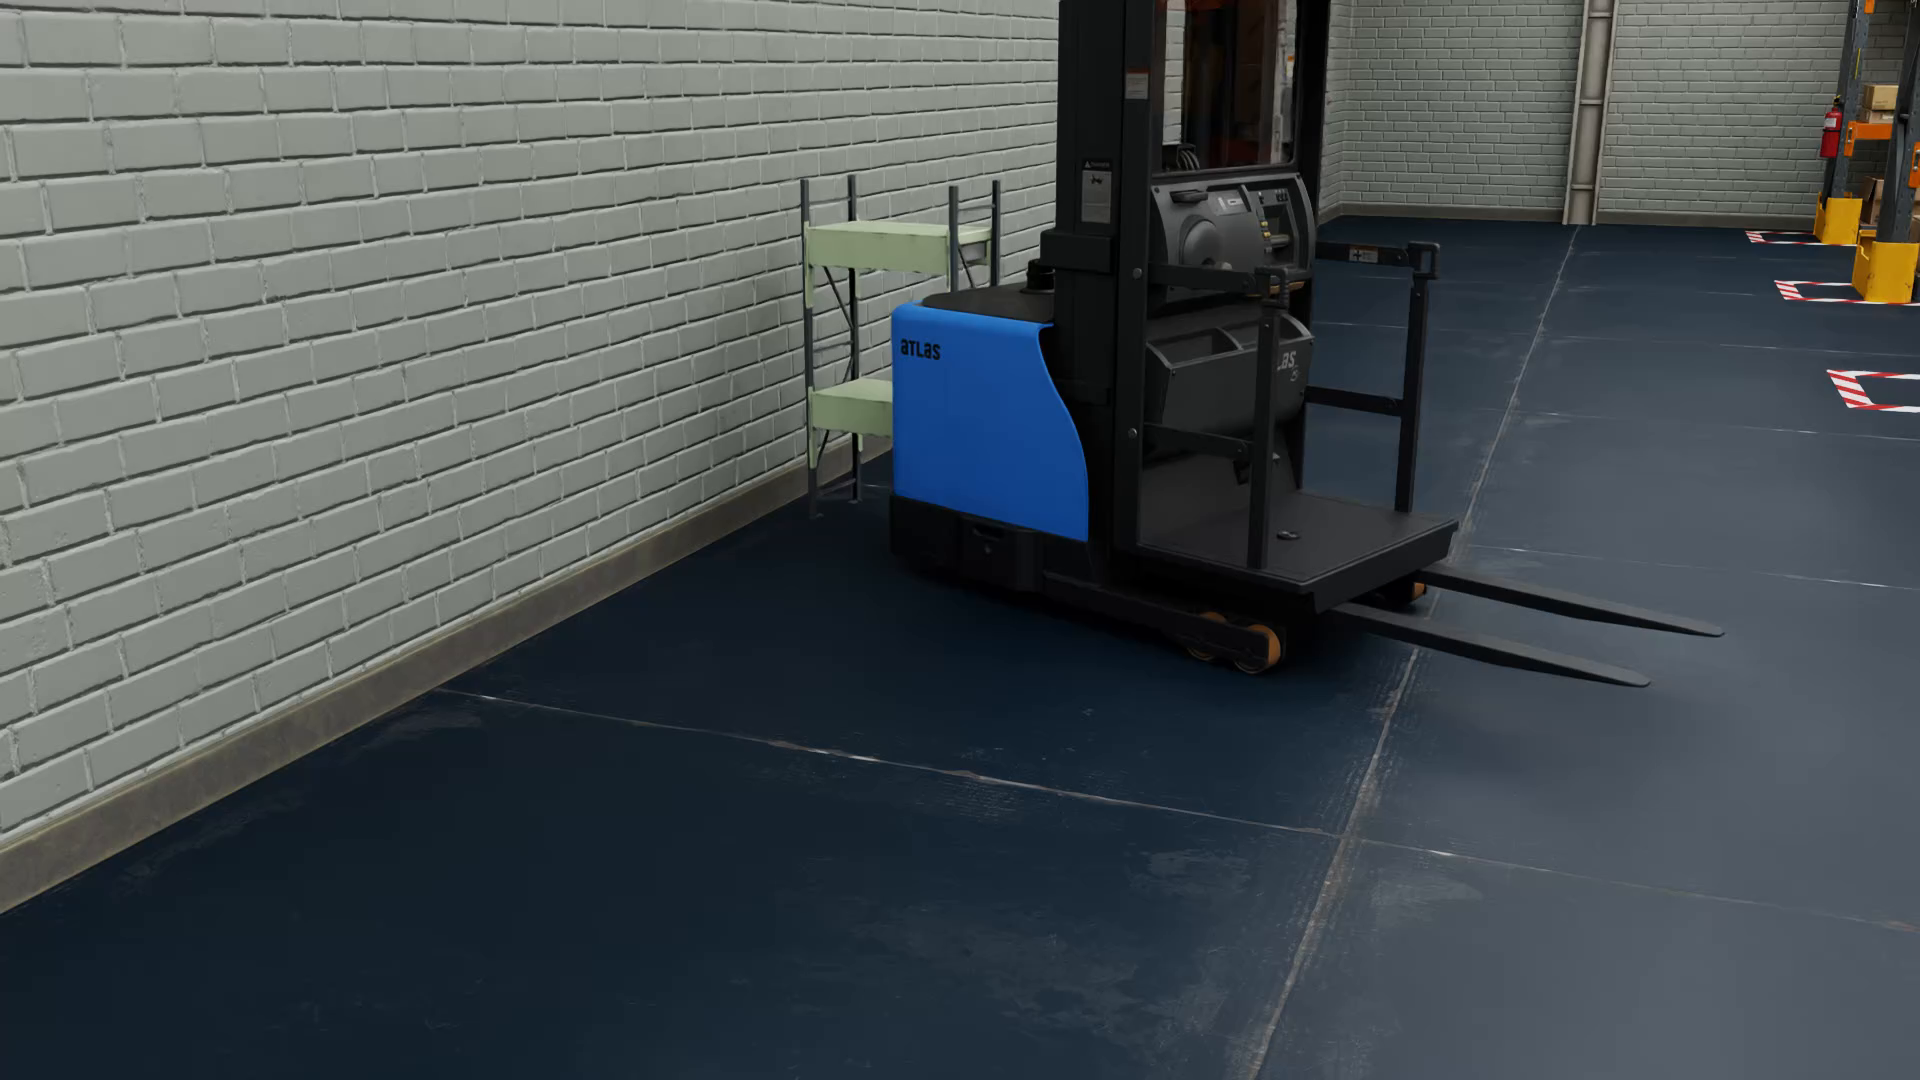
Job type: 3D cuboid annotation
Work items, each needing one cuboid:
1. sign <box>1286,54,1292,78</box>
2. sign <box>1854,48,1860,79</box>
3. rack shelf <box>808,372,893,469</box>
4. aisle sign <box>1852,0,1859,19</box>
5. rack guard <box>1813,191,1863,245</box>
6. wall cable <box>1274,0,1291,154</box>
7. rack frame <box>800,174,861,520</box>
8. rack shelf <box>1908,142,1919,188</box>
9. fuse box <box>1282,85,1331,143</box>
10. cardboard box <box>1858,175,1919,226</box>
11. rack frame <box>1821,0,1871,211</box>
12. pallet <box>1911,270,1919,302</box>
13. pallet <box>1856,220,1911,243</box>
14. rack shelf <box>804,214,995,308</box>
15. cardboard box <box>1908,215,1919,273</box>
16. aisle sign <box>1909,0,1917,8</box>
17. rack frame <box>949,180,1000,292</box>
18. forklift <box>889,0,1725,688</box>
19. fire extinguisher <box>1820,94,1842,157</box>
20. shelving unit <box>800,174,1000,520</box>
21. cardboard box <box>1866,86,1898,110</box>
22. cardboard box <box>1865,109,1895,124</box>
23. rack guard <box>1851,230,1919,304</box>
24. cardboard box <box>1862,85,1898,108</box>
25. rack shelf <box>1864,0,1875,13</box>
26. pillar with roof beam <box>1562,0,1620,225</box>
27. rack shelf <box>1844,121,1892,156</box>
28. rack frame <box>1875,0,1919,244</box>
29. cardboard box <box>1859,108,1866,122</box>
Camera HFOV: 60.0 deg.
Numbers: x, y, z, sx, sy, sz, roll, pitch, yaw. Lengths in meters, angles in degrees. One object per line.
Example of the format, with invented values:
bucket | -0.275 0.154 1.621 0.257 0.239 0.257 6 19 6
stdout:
sign | 3.546 -5.104 17.892 0.001 0.242 0.339 6 17 21
sign | 9.726 -5.162 18.022 0.005 0.325 0.100 6 17 21
rack shelf | -0.255 -0.497 7.364 0.720 0.370 0.431 9 18 28
aisle sign | 9.753 -6.066 18.027 0.004 0.787 0.394 6 17 21
rack guard | 9.995 -3.679 18.950 0.348 0.500 1.175 6 17 21
wall cable | 3.362 -5.027 17.288 0.122 1.984 0.588 6 17 21
rack frame | -0.572 -0.860 7.447 0.023 1.500 0.400 9 18 28
rack shelf | 9.967 -3.049 13.588 4.000 0.370 1.077 6 17 21
fuse box | 3.759 -4.081 18.163 0.414 1.711 0.539 6 17 21
cardboard box | 10.459 -3.803 18.617 0.637 0.503 0.797 6 17 18
rack frame | 9.924 -4.887 18.628 0.127 3.000 1.000 6 17 21
pallet | 8.879 -2.199 14.369 1.213 0.211 1.003 6 17 21
pallet | 10.737 -3.459 18.710 1.213 0.211 1.003 6 17 21
rack shelf | -0.255 -1.185 7.164 0.720 0.370 0.431 9 18 28
cardboard box | 8.757 -2.529 14.348 0.875 0.438 0.875 6 17 19
aisle sign | 8.154 -4.936 14.132 0.004 0.787 0.394 6 17 21
rack frame | 0.063 -0.759 7.099 0.023 1.500 0.400 9 18 28
forklift | 1.135 -1.119 5.771 3.031 2.935 1.130 15 22 41
fire extinguisher | 9.618 -4.566 18.330 0.183 0.674 0.296 6 17 21
shelving unit | -0.255 -0.810 7.273 0.755 1.500 0.431 9 18 28
cardboard box | 10.248 -4.842 18.207 0.500 0.250 0.500 6 17 21
cardboard box | 10.130 -4.662 18.302 0.250 0.149 0.380 6 17 20
rack guard | 8.084 -2.401 14.549 0.348 0.500 1.175 6 17 21
cardboard box | 10.450 -4.980 18.682 0.500 0.250 0.500 7 18 22
rack shelf | 11.785 -5.778 17.605 4.000 0.370 1.077 6 17 21
pillar with roof beam | 6.167 -7.161 15.701 0.400 9.000 9.100 6 17 21
rack shelf | 11.785 -4.337 18.023 4.000 0.370 1.077 6 17 21
rack frame | 8.107 -3.599 14.192 0.127 3.000 1.000 6 17 21
cardboard box | 10.331 -4.802 18.786 0.250 0.149 0.380 6 17 20
